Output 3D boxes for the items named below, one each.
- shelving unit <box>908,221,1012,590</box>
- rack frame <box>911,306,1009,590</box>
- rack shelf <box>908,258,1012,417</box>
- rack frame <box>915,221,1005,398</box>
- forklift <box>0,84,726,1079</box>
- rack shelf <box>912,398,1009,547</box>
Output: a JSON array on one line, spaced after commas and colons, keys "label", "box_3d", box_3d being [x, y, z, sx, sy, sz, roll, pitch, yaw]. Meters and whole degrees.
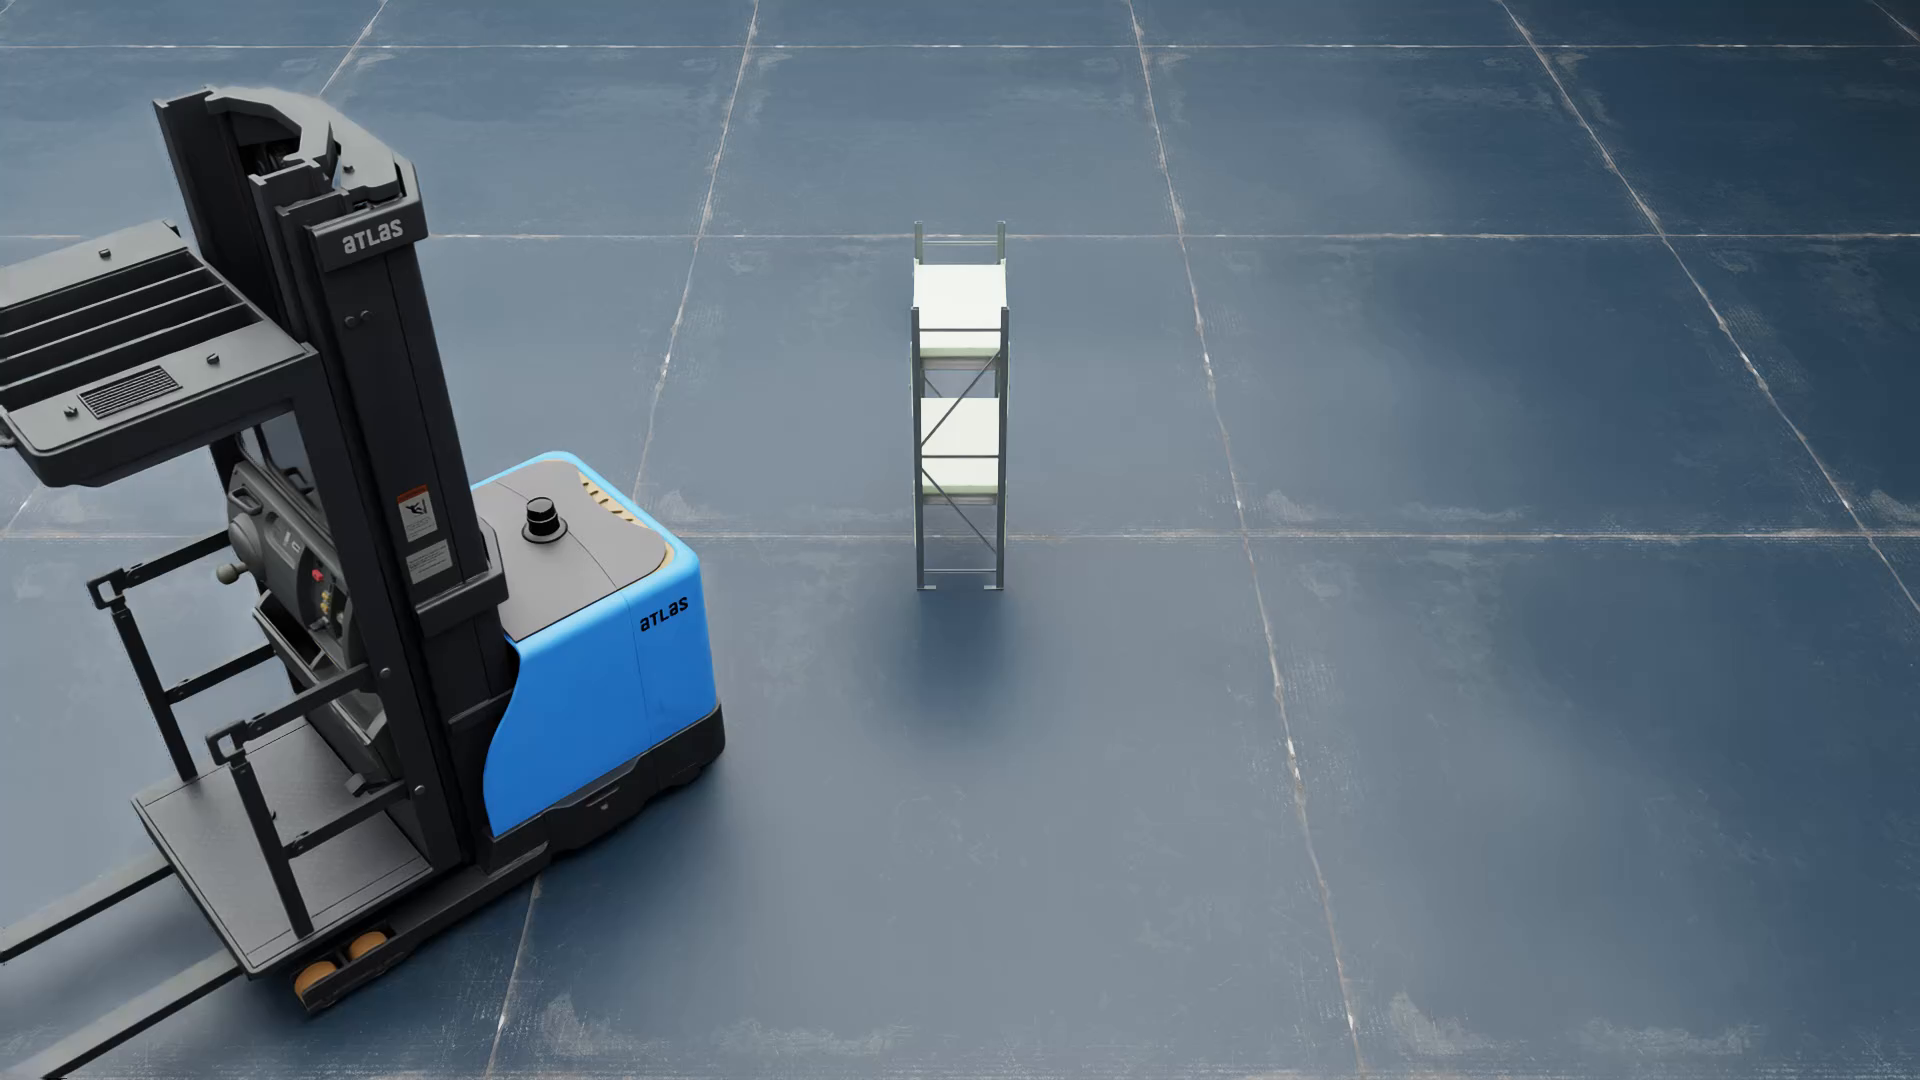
[{"label": "shelving unit", "box_3d": [0.000, -0.589, 7.532, 0.431, 1.500, 0.755, 0, 39, 0]}, {"label": "rack frame", "box_3d": [0.000, -0.361, 7.246, 0.400, 1.500, 0.023, 0, 39, 0]}, {"label": "rack shelf", "box_3d": [0.000, -0.894, 7.288, 0.431, 0.370, 0.720, 0, 39, 0]}, {"label": "rack frame", "box_3d": [0.000, -0.818, 7.817, 0.400, 1.500, 0.023, 0, 39, 0]}, {"label": "forklift", "box_3d": [-2.394, 0.150, 5.465, 3.031, 2.935, 1.130, -30, 47, -32]}, {"label": "rack shelf", "box_3d": [0.000, -0.335, 7.736, 0.431, 0.370, 0.720, 0, 39, 0]}]
